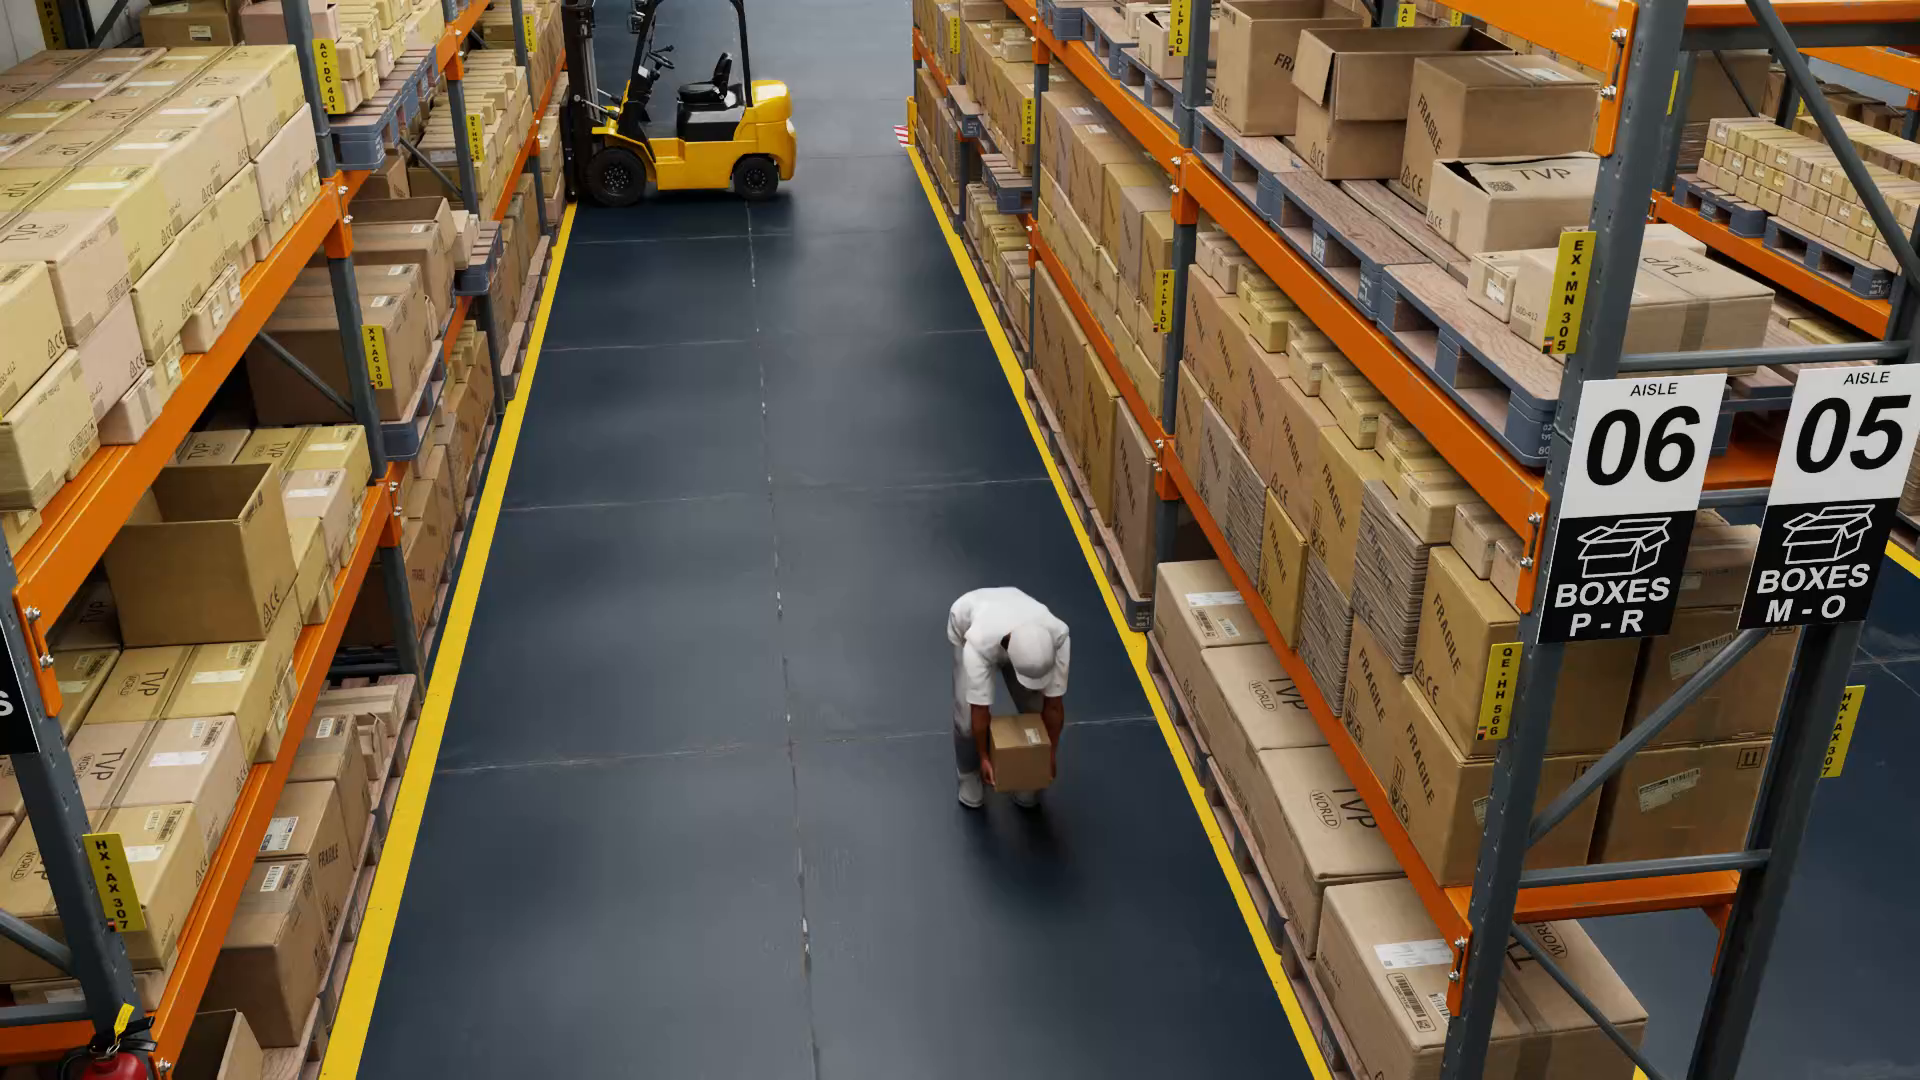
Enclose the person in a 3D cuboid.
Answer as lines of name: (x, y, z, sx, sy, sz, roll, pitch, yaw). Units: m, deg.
person: (0.236, 0.756, 7.691, 0.500, 1.232, 0.945, -6, 28, -11)
